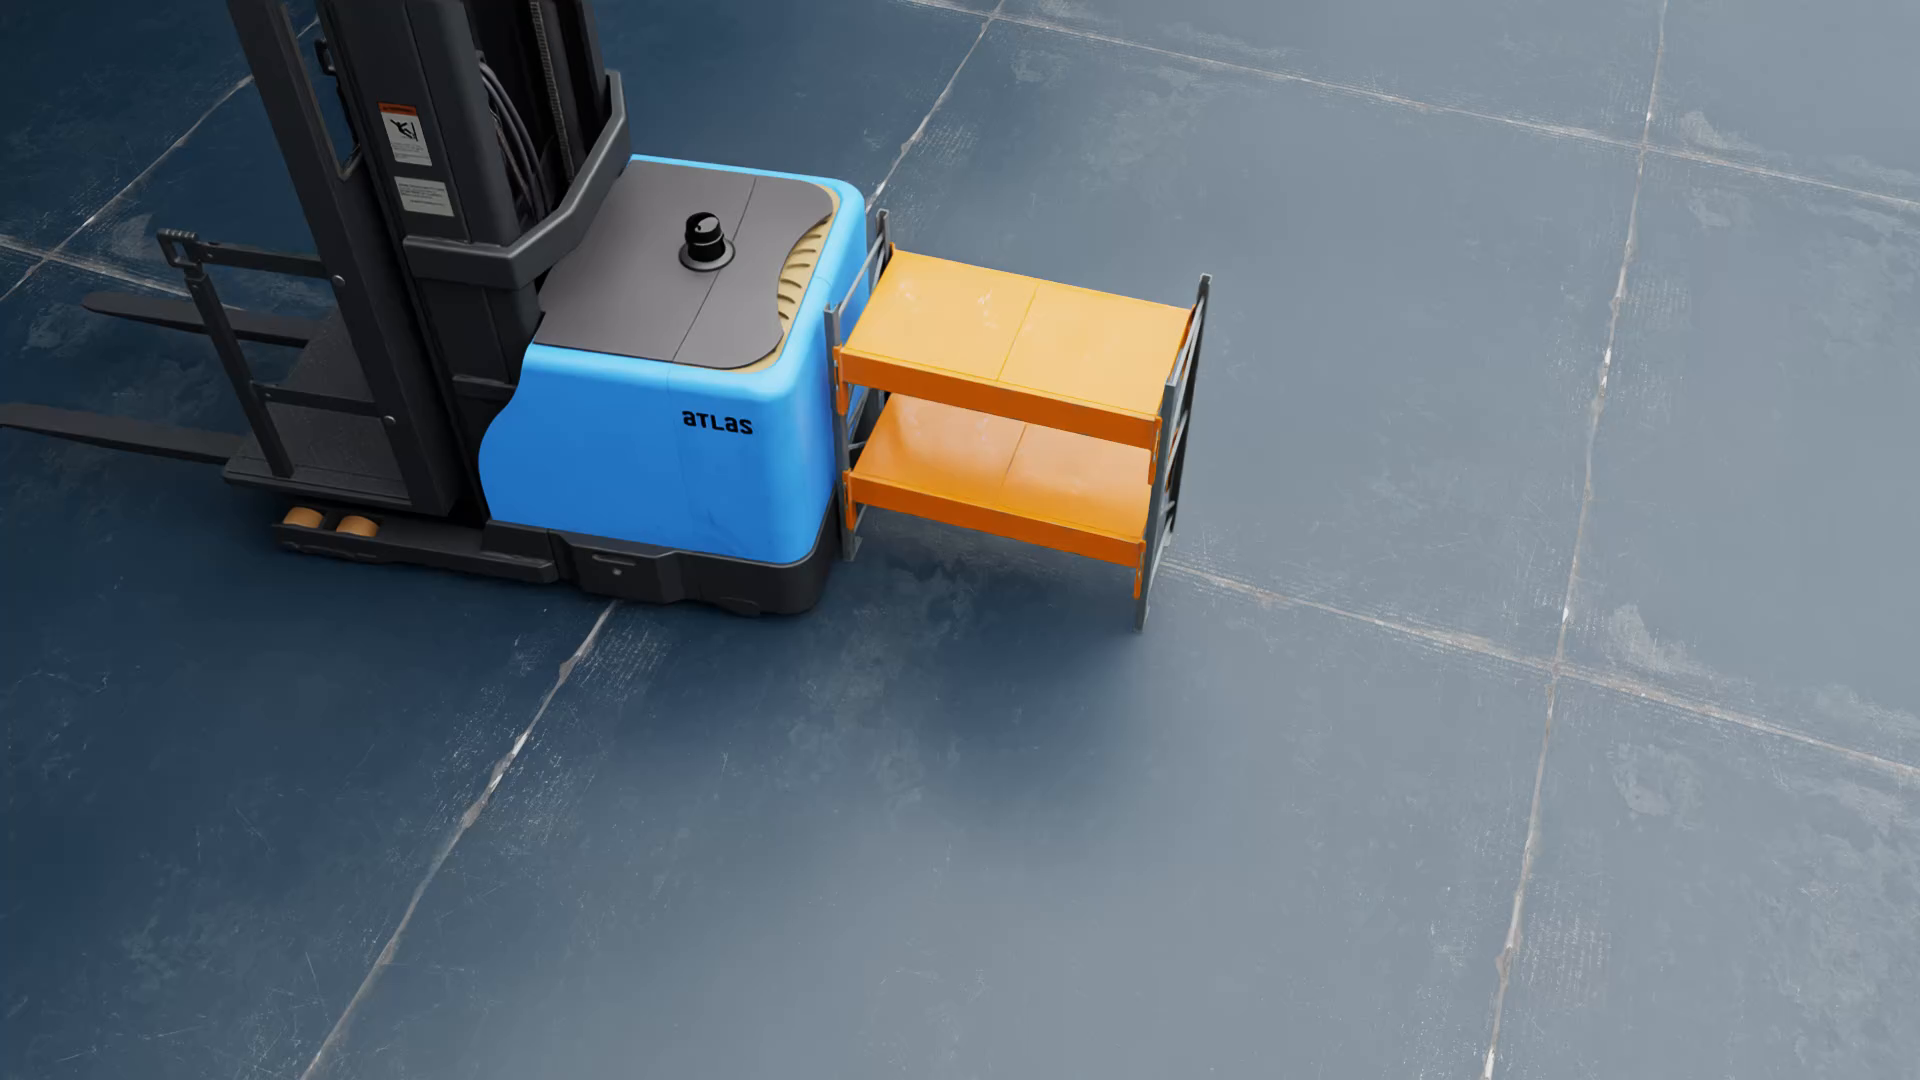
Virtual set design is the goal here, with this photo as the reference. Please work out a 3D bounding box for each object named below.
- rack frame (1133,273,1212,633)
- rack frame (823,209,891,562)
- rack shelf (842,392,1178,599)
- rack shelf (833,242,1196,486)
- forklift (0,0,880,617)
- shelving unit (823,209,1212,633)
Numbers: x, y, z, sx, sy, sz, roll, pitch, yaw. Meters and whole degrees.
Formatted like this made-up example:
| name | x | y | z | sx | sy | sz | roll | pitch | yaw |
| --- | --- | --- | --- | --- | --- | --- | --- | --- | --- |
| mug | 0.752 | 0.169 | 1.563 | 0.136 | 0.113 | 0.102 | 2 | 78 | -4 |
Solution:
| name | x | y | z | sx | sy | sz | roll | pitch | yaw |
| --- | --- | --- | --- | --- | --- | --- | --- | --- | --- |
| rack frame | 0.660 | -0.243 | 5.217 | 0.032 | 1.125 | 0.500 | 13 | 50 | 11 |
| rack frame | -0.309 | -0.475 | 5.417 | 0.032 | 1.125 | 0.500 | 13 | 50 | 11 |
| rack shelf | 0.176 | -0.199 | 5.502 | 1.000 | 0.278 | 0.538 | 13 | 50 | 11 |
| rack shelf | 0.176 | -0.551 | 5.096 | 1.000 | 0.278 | 0.538 | 13 | 50 | 11 |
| forklift | -1.862 | -1.268 | 4.909 | 3.031 | 2.935 | 1.130 | 9 | 50 | 7 |
| shelving unit | 0.176 | -0.359 | 5.317 | 1.048 | 1.125 | 0.538 | 13 | 50 | 11 |
